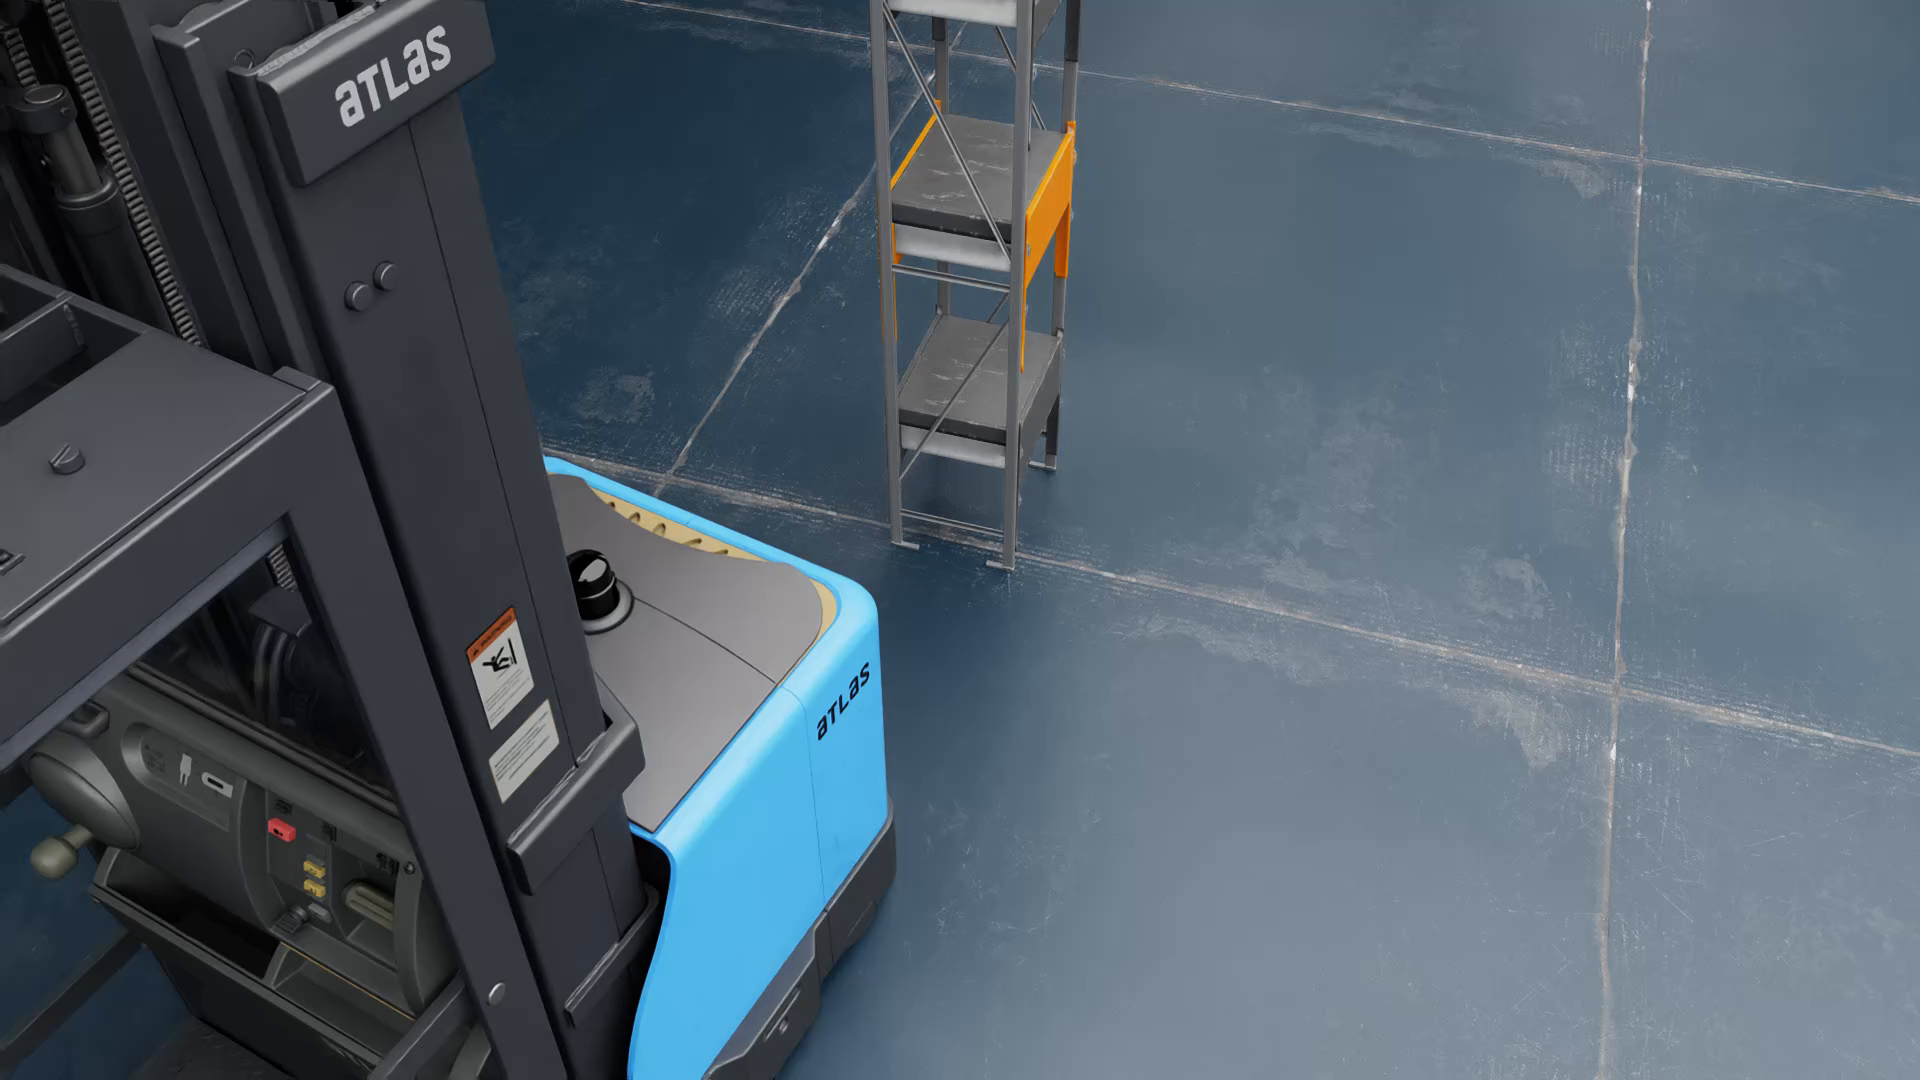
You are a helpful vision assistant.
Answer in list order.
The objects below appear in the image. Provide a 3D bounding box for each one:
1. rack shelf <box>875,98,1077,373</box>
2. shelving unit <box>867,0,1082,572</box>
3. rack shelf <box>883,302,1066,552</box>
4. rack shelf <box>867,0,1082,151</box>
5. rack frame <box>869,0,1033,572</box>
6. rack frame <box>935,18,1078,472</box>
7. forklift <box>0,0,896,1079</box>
[{"bbox_3d":[0.050,-0.851,4.638,0.431,0.518,0.480,13,46,13],"label":"rack shelf"},{"bbox_3d":[0.050,-0.861,4.628,0.431,2.100,0.503,13,46,13],"label":"shelving unit"},{"bbox_3d":[0.050,-0.351,5.128,0.431,0.518,0.480,13,46,13],"label":"rack shelf"},{"bbox_3d":[0.050,-1.351,4.148,0.431,0.518,0.480,13,46,13],"label":"rack shelf"},{"bbox_3d":[-0.024,-0.698,4.462,0.400,2.100,0.015,13,46,13],"label":"rack frame"},{"bbox_3d":[0.124,-1.023,4.795,0.400,2.100,0.015,13,46,13],"label":"rack frame"},{"bbox_3d":[-1.325,0.562,2.580,1.130,2.935,3.031,21,48,20],"label":"forklift"}]
